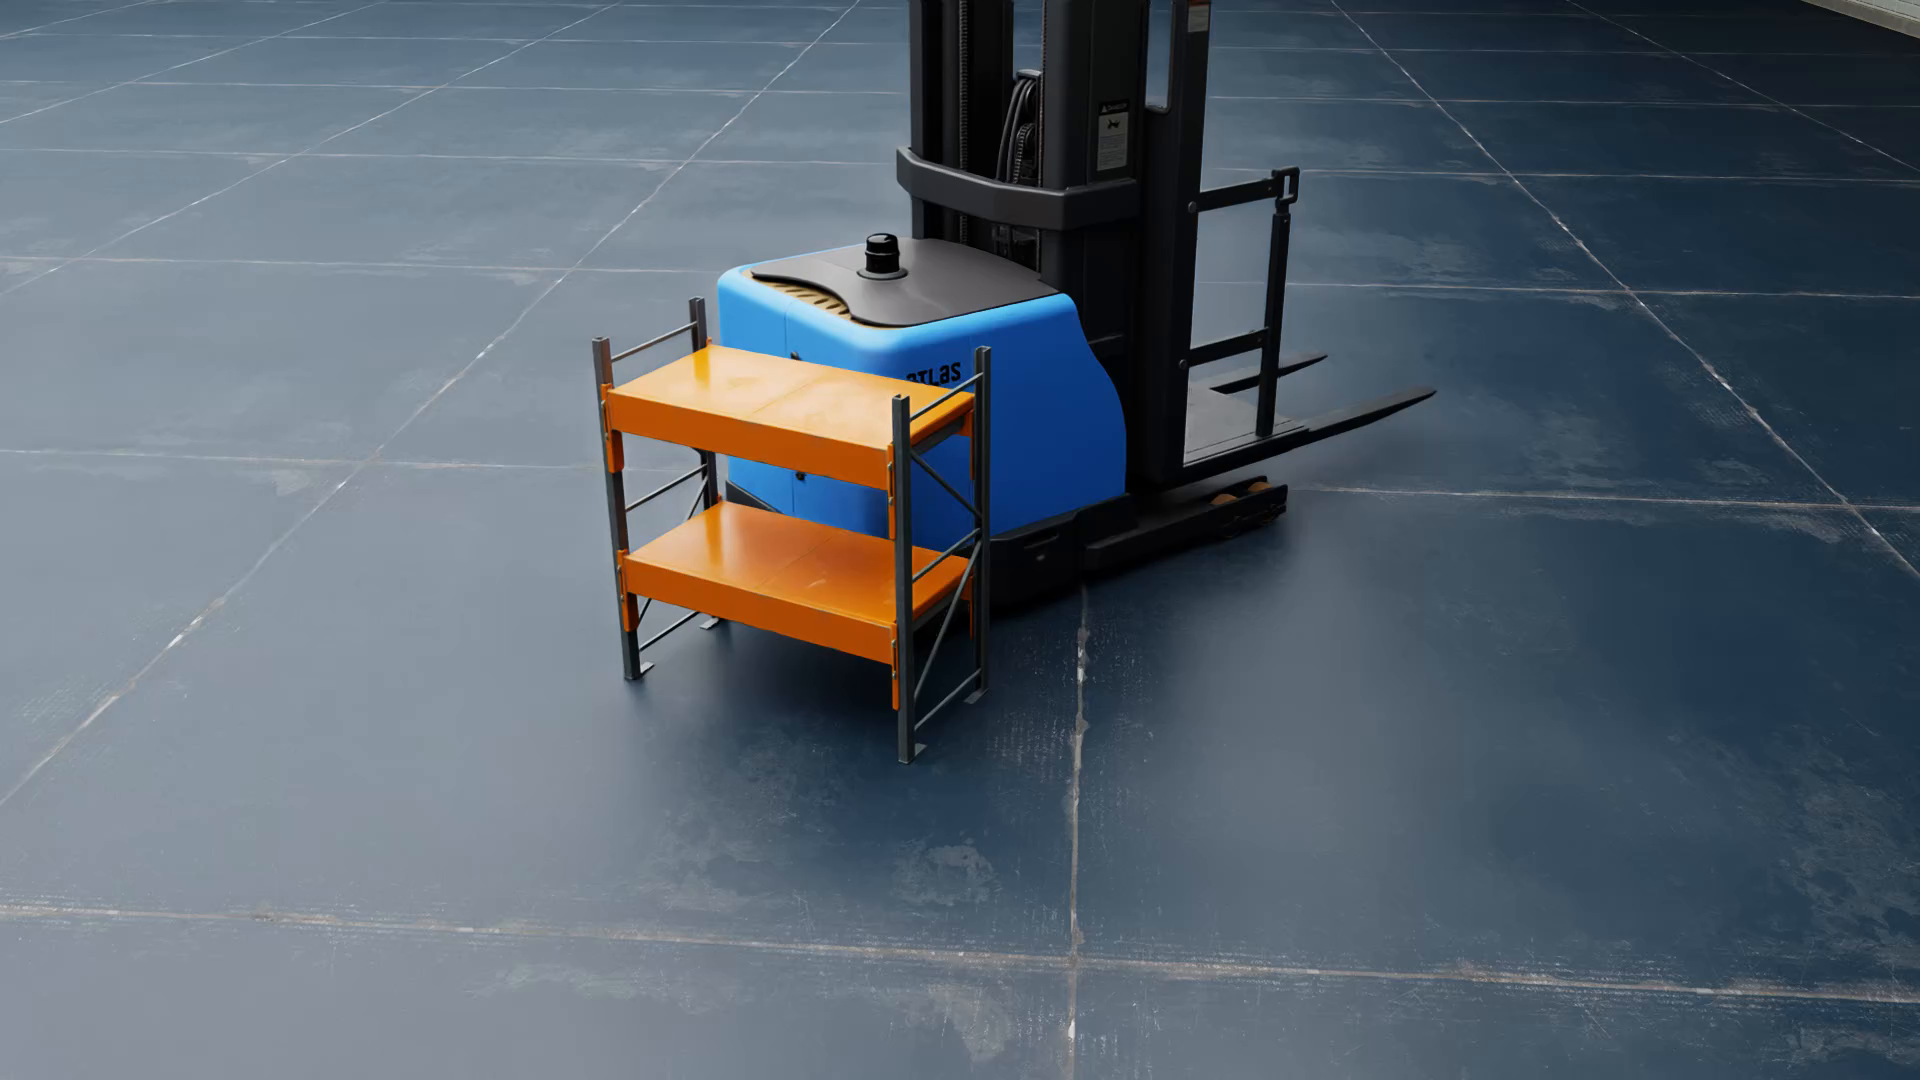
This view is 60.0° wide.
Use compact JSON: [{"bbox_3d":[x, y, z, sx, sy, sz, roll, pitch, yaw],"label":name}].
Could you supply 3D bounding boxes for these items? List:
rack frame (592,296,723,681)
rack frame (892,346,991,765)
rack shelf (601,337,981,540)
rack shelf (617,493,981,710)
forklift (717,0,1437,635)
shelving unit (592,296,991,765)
[{"bbox_3d":[-0.933,-0.159,5.247,0.032,1.125,0.500,13,28,26],"label":"rack frame"},{"bbox_3d":[-0.045,0.048,4.797,0.032,1.125,0.500,13,28,26],"label":"rack frame"},{"bbox_3d":[-0.489,-0.321,4.899,1.000,0.278,0.538,13,28,26],"label":"rack shelf"},{"bbox_3d":[-0.488,0.167,5.125,1.000,0.278,0.538,13,28,26],"label":"rack shelf"},{"bbox_3d":[0.633,-1.496,5.995,3.031,2.935,1.130,-18,30,-33],"label":"forklift"},{"bbox_3d":[-0.489,-0.055,5.022,1.048,1.125,0.538,13,28,26],"label":"shelving unit"}]
